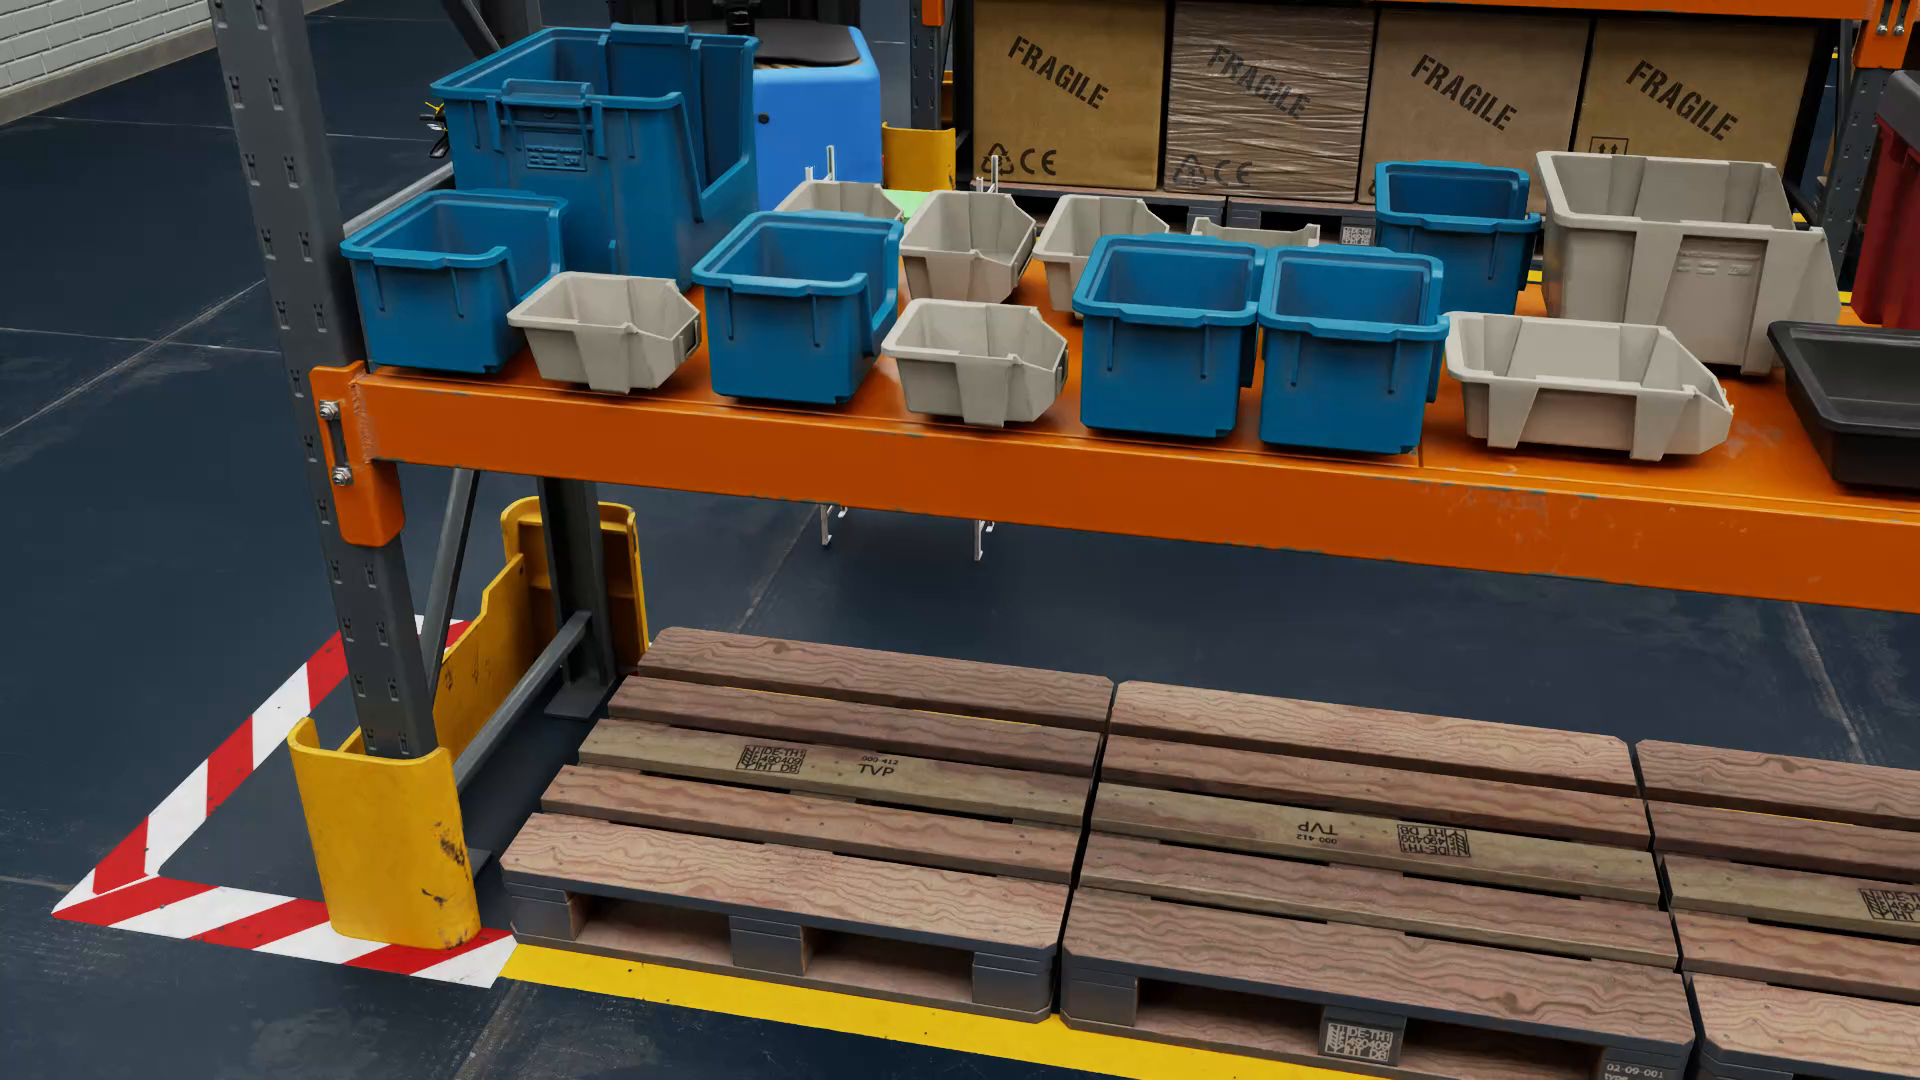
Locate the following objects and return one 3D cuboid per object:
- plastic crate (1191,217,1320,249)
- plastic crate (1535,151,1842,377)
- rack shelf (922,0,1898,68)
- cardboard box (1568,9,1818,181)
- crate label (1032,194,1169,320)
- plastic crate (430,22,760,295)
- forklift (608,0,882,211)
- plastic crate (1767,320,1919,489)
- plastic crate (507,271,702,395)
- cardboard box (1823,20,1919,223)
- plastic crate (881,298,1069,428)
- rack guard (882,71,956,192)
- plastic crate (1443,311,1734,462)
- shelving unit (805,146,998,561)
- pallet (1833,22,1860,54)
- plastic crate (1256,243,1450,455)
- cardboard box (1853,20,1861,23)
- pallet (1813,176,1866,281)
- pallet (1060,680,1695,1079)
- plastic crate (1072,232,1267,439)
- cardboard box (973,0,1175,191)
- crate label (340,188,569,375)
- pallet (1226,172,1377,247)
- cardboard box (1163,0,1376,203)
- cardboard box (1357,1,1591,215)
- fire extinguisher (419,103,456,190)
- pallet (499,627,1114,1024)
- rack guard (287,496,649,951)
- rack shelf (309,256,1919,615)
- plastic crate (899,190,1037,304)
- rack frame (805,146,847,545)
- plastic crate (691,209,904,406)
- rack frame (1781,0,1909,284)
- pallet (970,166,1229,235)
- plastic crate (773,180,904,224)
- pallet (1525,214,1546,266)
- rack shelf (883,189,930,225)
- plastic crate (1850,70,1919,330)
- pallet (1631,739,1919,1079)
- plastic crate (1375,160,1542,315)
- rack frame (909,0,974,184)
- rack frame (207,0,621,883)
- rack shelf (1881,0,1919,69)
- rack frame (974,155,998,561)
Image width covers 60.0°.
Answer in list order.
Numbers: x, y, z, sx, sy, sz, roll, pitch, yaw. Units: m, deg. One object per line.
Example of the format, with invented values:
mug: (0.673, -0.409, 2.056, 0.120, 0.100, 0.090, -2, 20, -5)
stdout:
plastic crate: (0.589, -0.552, 3.347, 0.250, 0.136, 0.298, 6, 29, 11)
plastic crate: (1.359, -0.524, 3.145, 0.530, 0.282, 0.437, 6, 29, 11)
rack shelf: (1.892, -2.521, 7.481, 4.000, 0.370, 1.077, 6, 29, 11)
cardboard box: (3.220, -1.992, 7.541, 0.875, 0.875, 0.875, 6, 29, 11)
crate label: (0.295, -0.573, 3.385, 0.243, 0.136, 0.396, 6, 29, 11)
plastic crate: (-0.731, -0.807, 3.502, 0.499, 0.435, 0.616, 6, 29, 11)
forklift: (-1.019, -2.793, 7.300, 1.130, 2.935, 3.031, -4, 29, -7)
plastic crate: (1.663, -0.202, 2.720, 0.590, 0.125, 0.437, 6, 29, 11)
plastic crate: (-0.629, -0.372, 3.018, 0.298, 0.136, 0.250, 6, 29, 11)
cardboard box: (4.478, -1.834, 7.251, 0.875, 0.875, 1.225, 6, 29, 11)
plastic crate: (0.035, -0.304, 2.893, 0.298, 0.136, 0.250, 6, 29, 11)
rack guard: (-0.087, -1.944, 8.279, 0.348, 0.500, 1.175, 6, 29, 11)
plastic crate: (1.048, -0.254, 2.803, 0.466, 0.136, 0.293, 6, 29, 11)
shelving unit: (-0.162, -0.543, 4.992, 0.503, 1.200, 0.258, 6, 29, 11)
pallet: (5.745, -3.655, 11.707, 1.213, 0.211, 1.003, 6, 29, 11)
plastic crate: (0.656, -0.323, 2.828, 0.300, 0.233, 0.416, 6, 29, 11)
cardboard box: (6.168, -3.792, 11.219, 0.500, 0.500, 0.500, 7, 30, 13)
pallet: (4.619, -1.371, 7.535, 1.213, 0.211, 1.003, 6, 29, 11)
pallet: (0.890, 0.736, 3.686, 1.213, 0.211, 1.003, 6, 29, 11)
plastic crate: (0.363, -0.353, 2.883, 0.300, 0.233, 0.416, 6, 29, 11)
cardboard box: (0.579, -2.263, 8.035, 0.875, 0.875, 0.875, 6, 29, 11)
crate label: (-0.925, -0.485, 3.124, 0.303, 0.233, 0.416, 6, 29, 11)
pallet: (1.924, -1.648, 8.040, 1.213, 0.211, 1.003, 6, 29, 11)
cardboard box: (1.469, -2.172, 7.869, 0.875, 0.875, 0.875, 6, 29, 11)
cardboard box: (2.339, -2.083, 7.706, 0.875, 0.875, 0.875, 6, 29, 11)
fire extinguisher: (-1.150, -0.743, 3.952, 0.183, 0.674, 0.296, 6, 29, 11)
pallet: (-0.299, 0.613, 3.911, 1.213, 0.211, 1.003, 6, 29, 11)
rack guard: (-1.124, 0.389, 4.020, 0.348, 0.500, 1.175, 6, 29, 11)
rack shelf: (0.858, -0.195, 3.232, 4.000, 0.370, 1.077, 6, 29, 11)
plastic crate: (0.018, -0.590, 3.415, 0.243, 0.136, 0.396, 6, 29, 11)
rack frame: (-0.401, -0.567, 5.037, 0.015, 1.200, 0.240, 6, 29, 11)
plastic crate: (-0.281, -0.419, 3.004, 0.300, 0.233, 0.416, 6, 29, 11)
rack frame: (3.848, -2.636, 6.942, 0.127, 3.000, 1.000, 6, 29, 11)
pallet: (0.735, -1.771, 8.265, 1.213, 0.211, 1.003, 6, 29, 11)
plastic crate: (-0.262, -0.625, 3.481, 0.243, 0.136, 0.396, 6, 29, 11)
pallet: (3.121, -1.526, 7.818, 1.213, 0.211, 1.003, 6, 29, 11)
rack shelf: (-0.162, -0.908, 4.792, 0.480, 0.148, 0.258, 6, 29, 11)
plastic crate: (1.993, -0.572, 3.042, 0.583, 0.464, 0.402, 6, 29, 11)
pallet: (2.087, 0.857, 3.464, 1.213, 0.211, 1.003, 6, 29, 11)
plastic crate: (0.964, -0.579, 3.296, 0.300, 0.233, 0.416, 6, 29, 11)
rack frame: (-0.063, -3.038, 7.675, 0.127, 3.000, 1.000, 6, 29, 11)
rack frame: (-1.098, -0.711, 3.426, 0.127, 3.000, 1.000, 6, 29, 11)
rack shelf: (5.804, -2.120, 6.748, 4.000, 0.370, 1.077, 6, 29, 11)
rack frame: (0.077, -0.518, 4.948, 0.015, 1.200, 0.240, 6, 29, 11)
